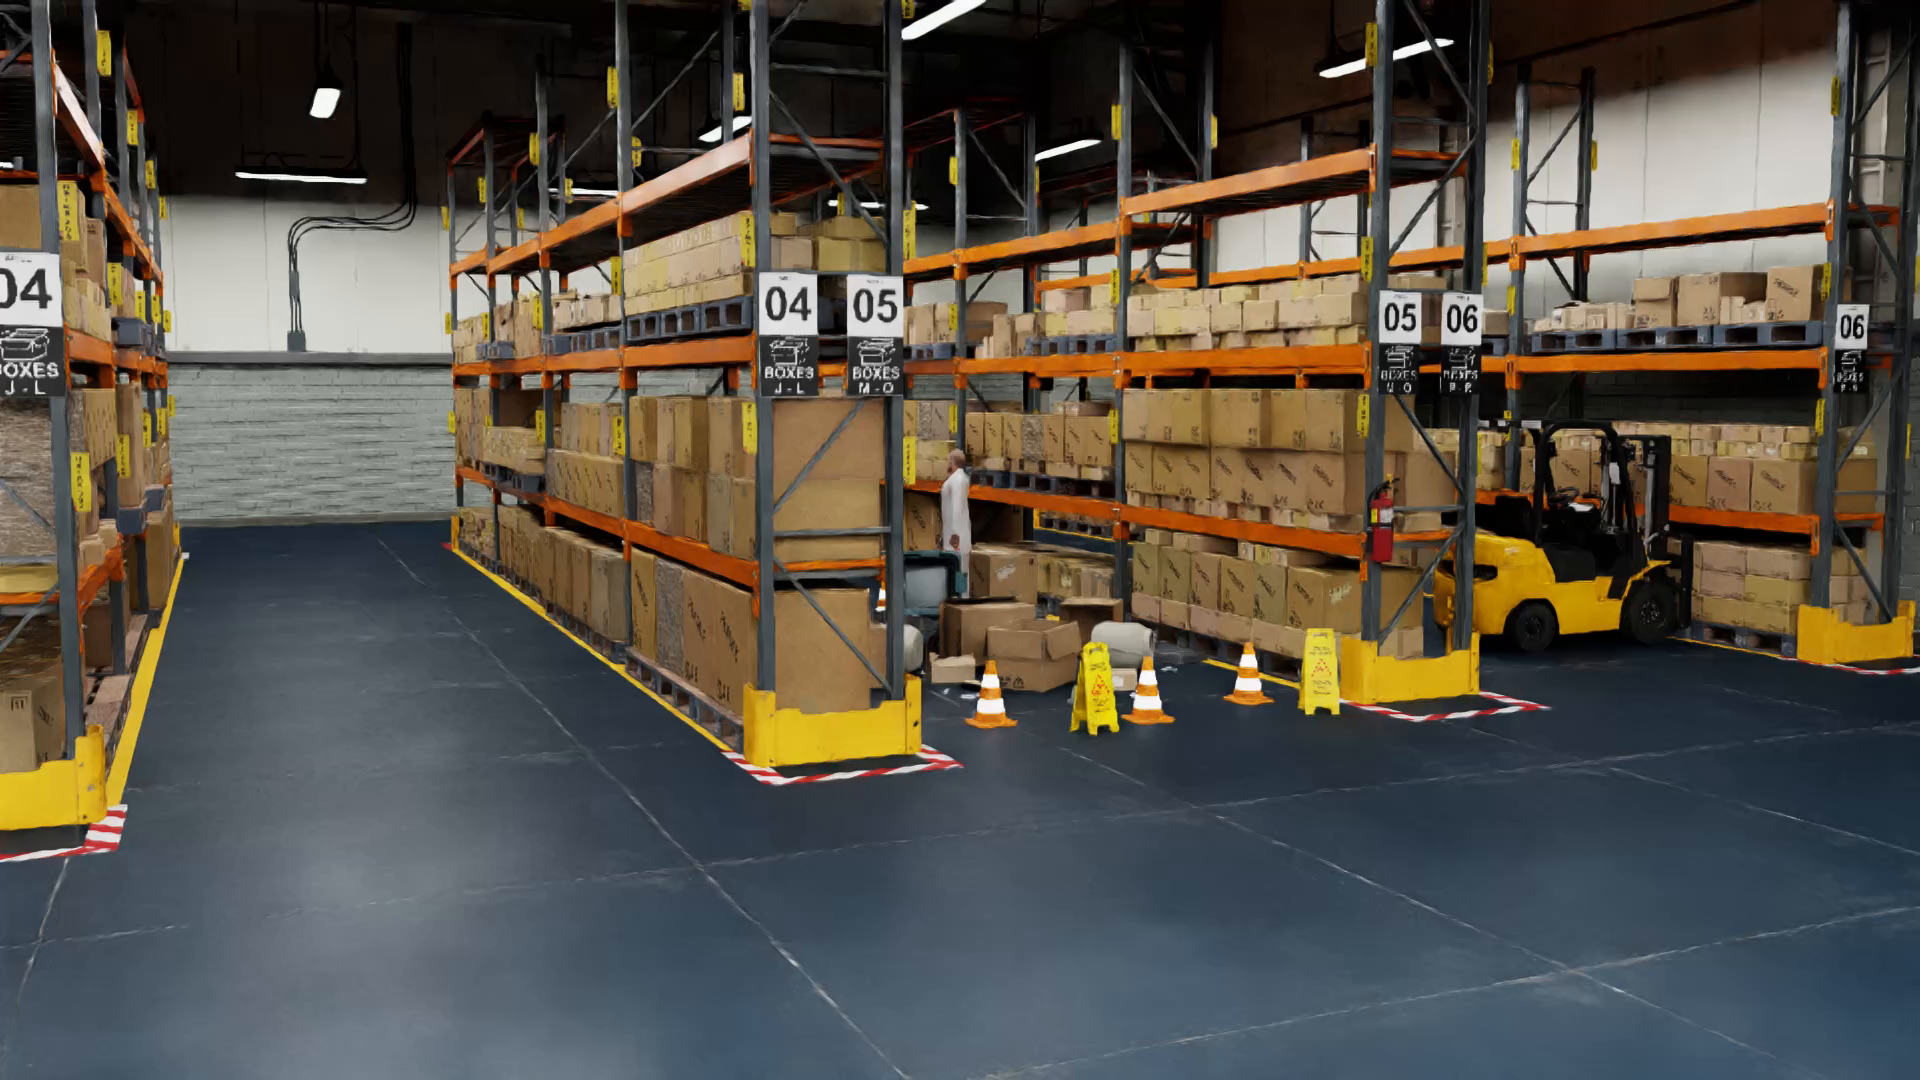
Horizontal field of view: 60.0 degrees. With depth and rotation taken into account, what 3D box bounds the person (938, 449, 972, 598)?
[{"bbox_3d":[-0.106,-0.078,17.752,0.557,1.782,0.622,0,5,4],"label":"person"}]
